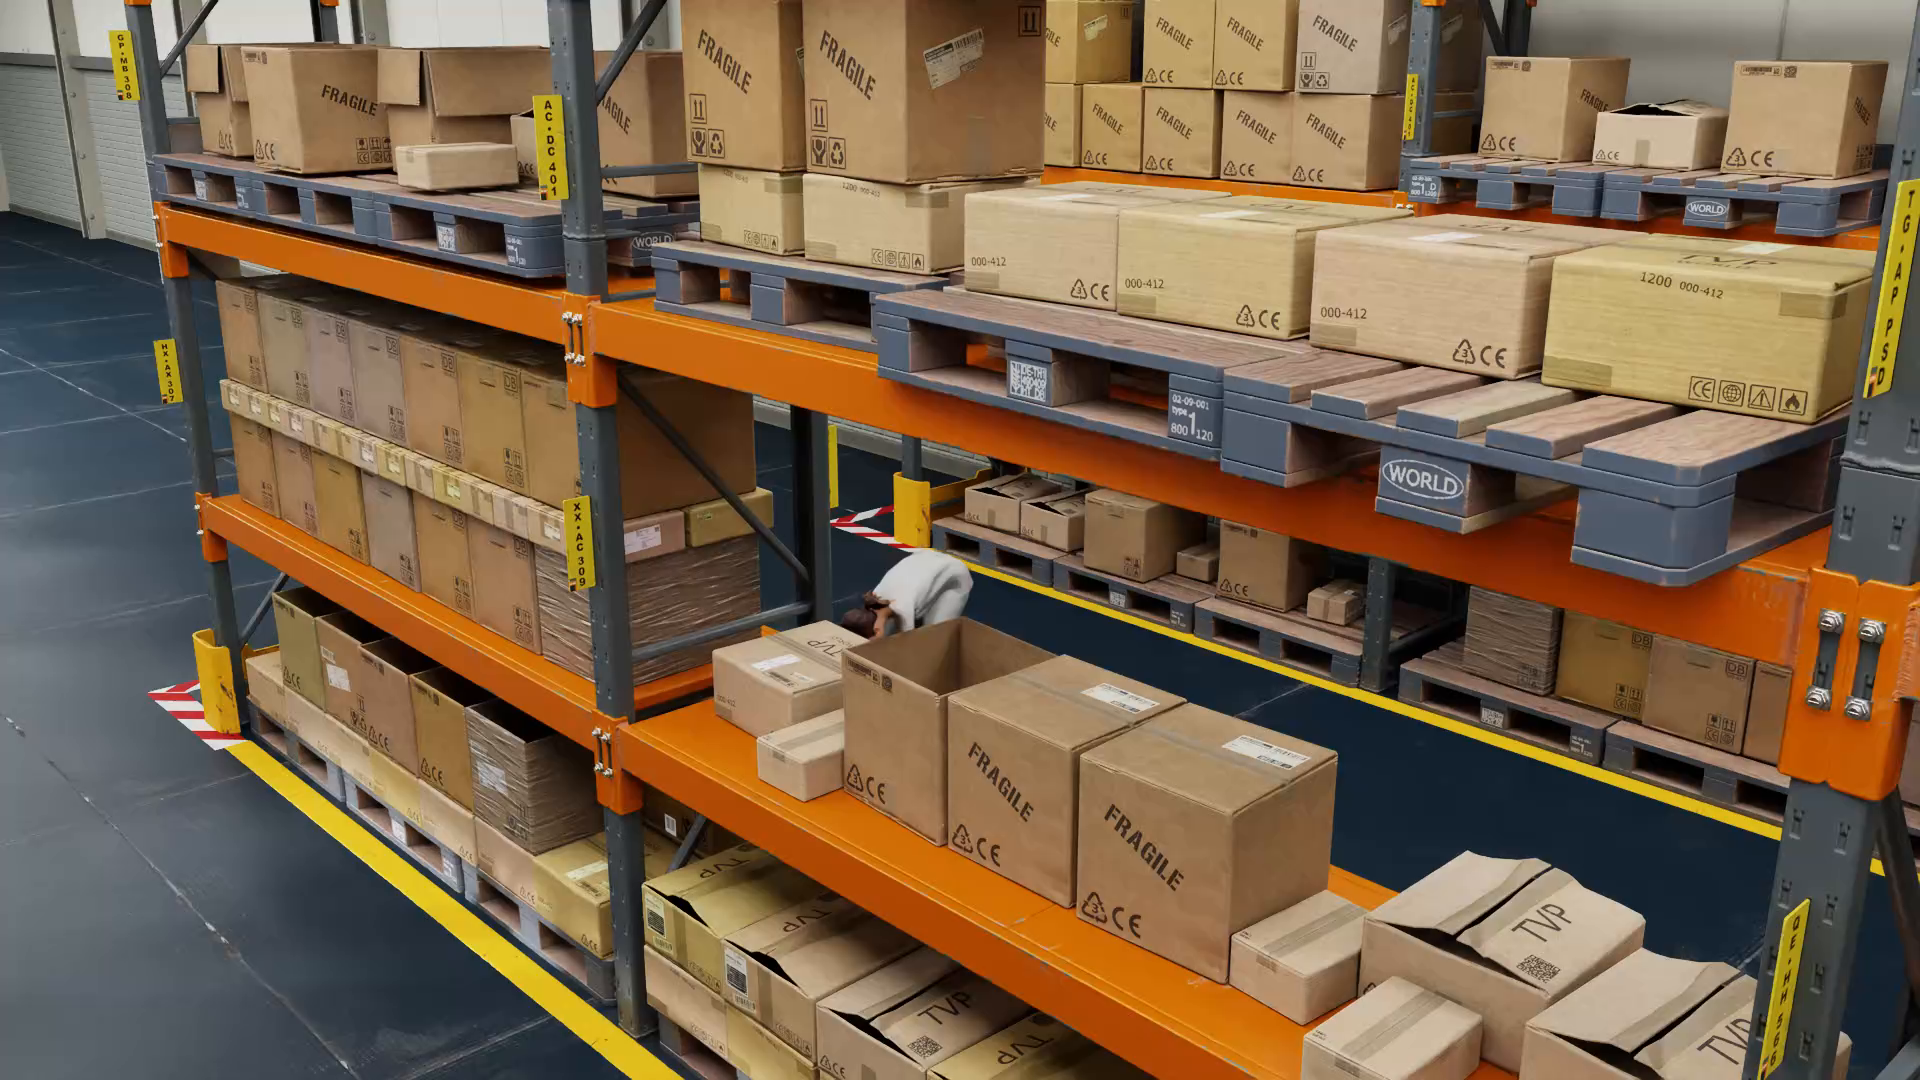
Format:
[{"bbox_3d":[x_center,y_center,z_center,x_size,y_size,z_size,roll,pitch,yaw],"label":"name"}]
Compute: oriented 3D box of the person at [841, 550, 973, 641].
[{"bbox_3d":[-0.300,0.570,8.966,0.451,0.935,0.853,16,23,41],"label":"person"}]
